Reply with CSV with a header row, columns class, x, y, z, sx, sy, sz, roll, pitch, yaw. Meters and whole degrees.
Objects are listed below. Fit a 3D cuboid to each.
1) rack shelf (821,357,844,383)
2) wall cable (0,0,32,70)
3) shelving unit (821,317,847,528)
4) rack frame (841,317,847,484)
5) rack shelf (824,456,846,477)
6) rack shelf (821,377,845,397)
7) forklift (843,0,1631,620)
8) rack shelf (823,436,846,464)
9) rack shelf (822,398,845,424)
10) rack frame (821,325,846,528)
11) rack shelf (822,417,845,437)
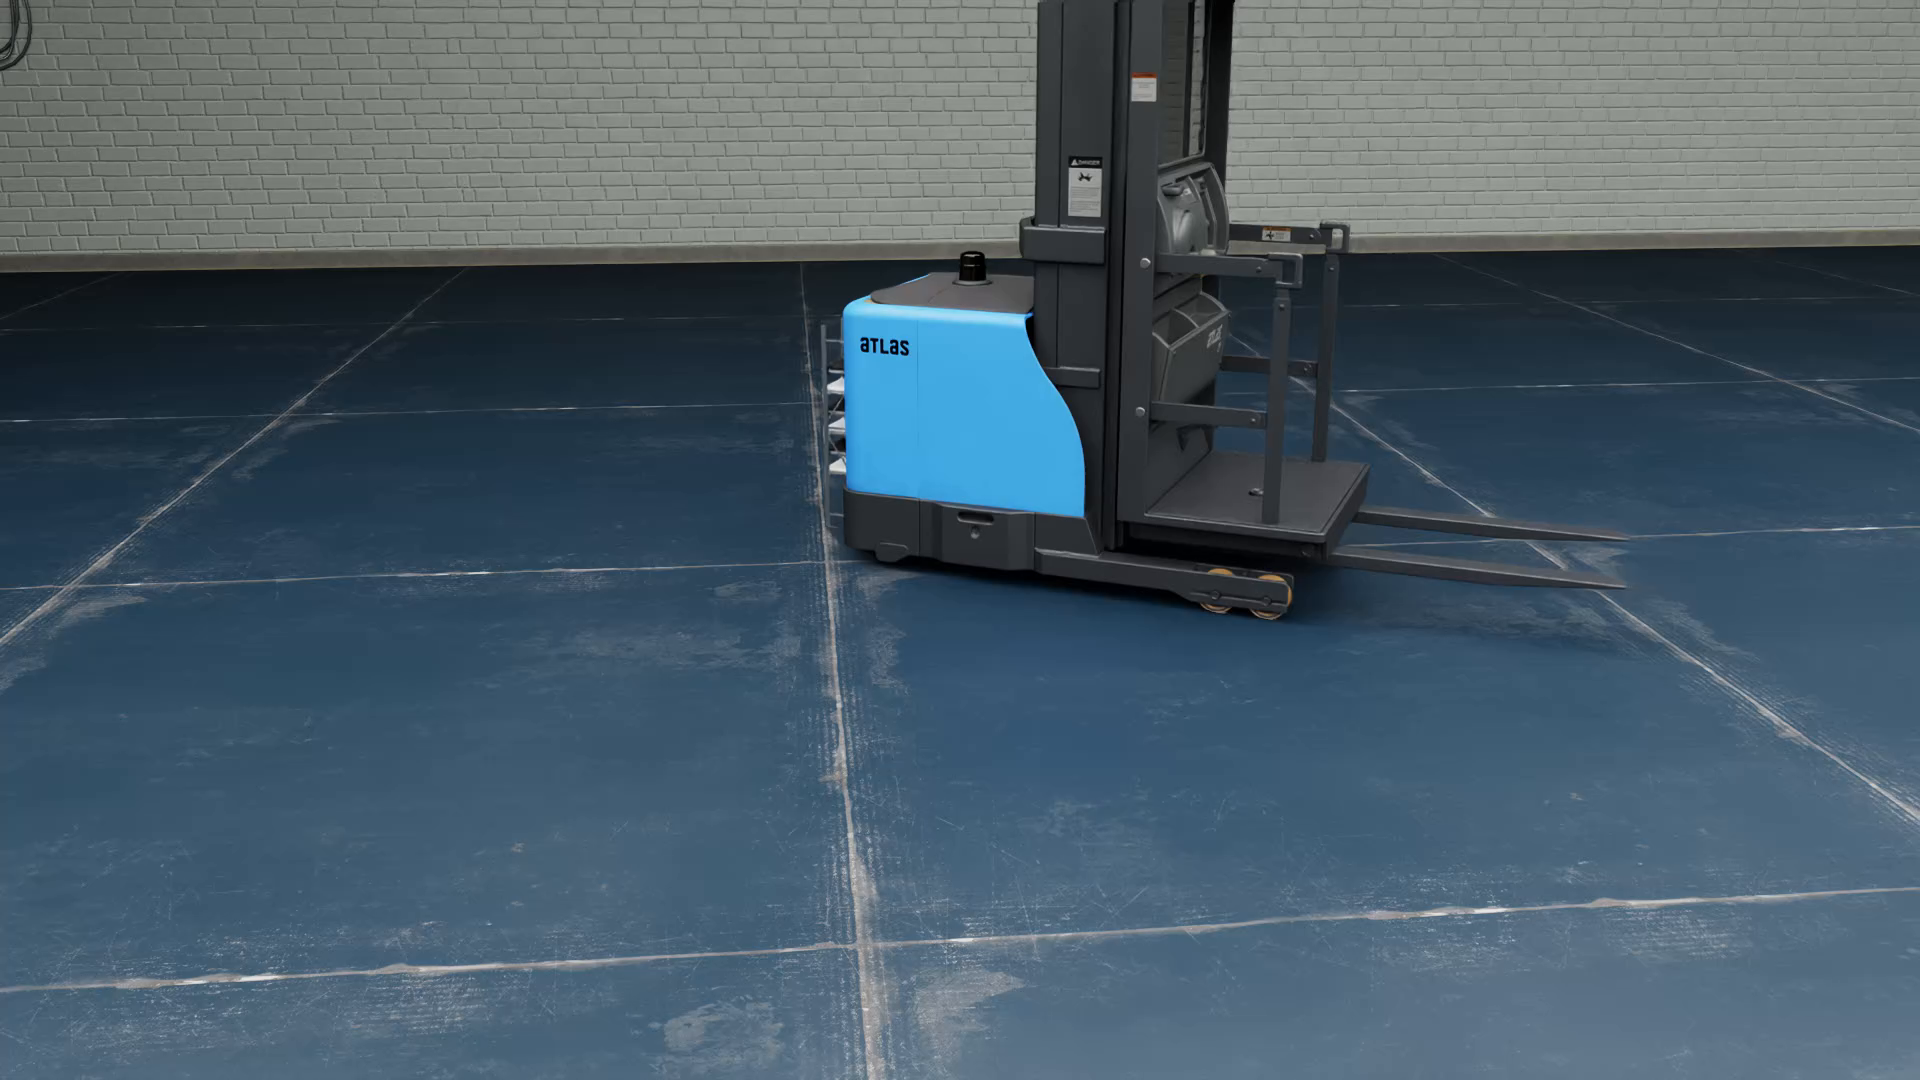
class,x,y,z,sx,sy,sz,roll,pitch,yaw
rack shelf,-0.444,-0.730,7.209,0.258,0.077,0.200,6,18,19
wall cable,-9.425,-5.139,13.706,3.097,2.526,0.112,-2,18,-6
shelving unit,-0.444,-0.504,7.280,0.258,0.900,0.210,6,18,19
rack frame,-0.409,-0.533,7.371,0.240,0.900,0.006,6,18,19
rack shelf,-0.444,-0.300,7.344,0.258,0.077,0.200,6,18,19
rack shelf,-0.444,-0.644,7.236,0.258,0.077,0.200,6,18,19
forklift,1.087,-1.281,6.363,3.031,2.935,1.130,7,19,21
rack shelf,-0.444,-0.386,7.317,0.258,0.077,0.200,6,18,19
rack shelf,-0.444,-0.558,7.263,0.258,0.077,0.200,6,18,19
rack frame,-0.479,-0.475,7.189,0.240,0.900,0.006,6,18,19
rack shelf,-0.444,-0.472,7.290,0.258,0.077,0.200,6,18,19
